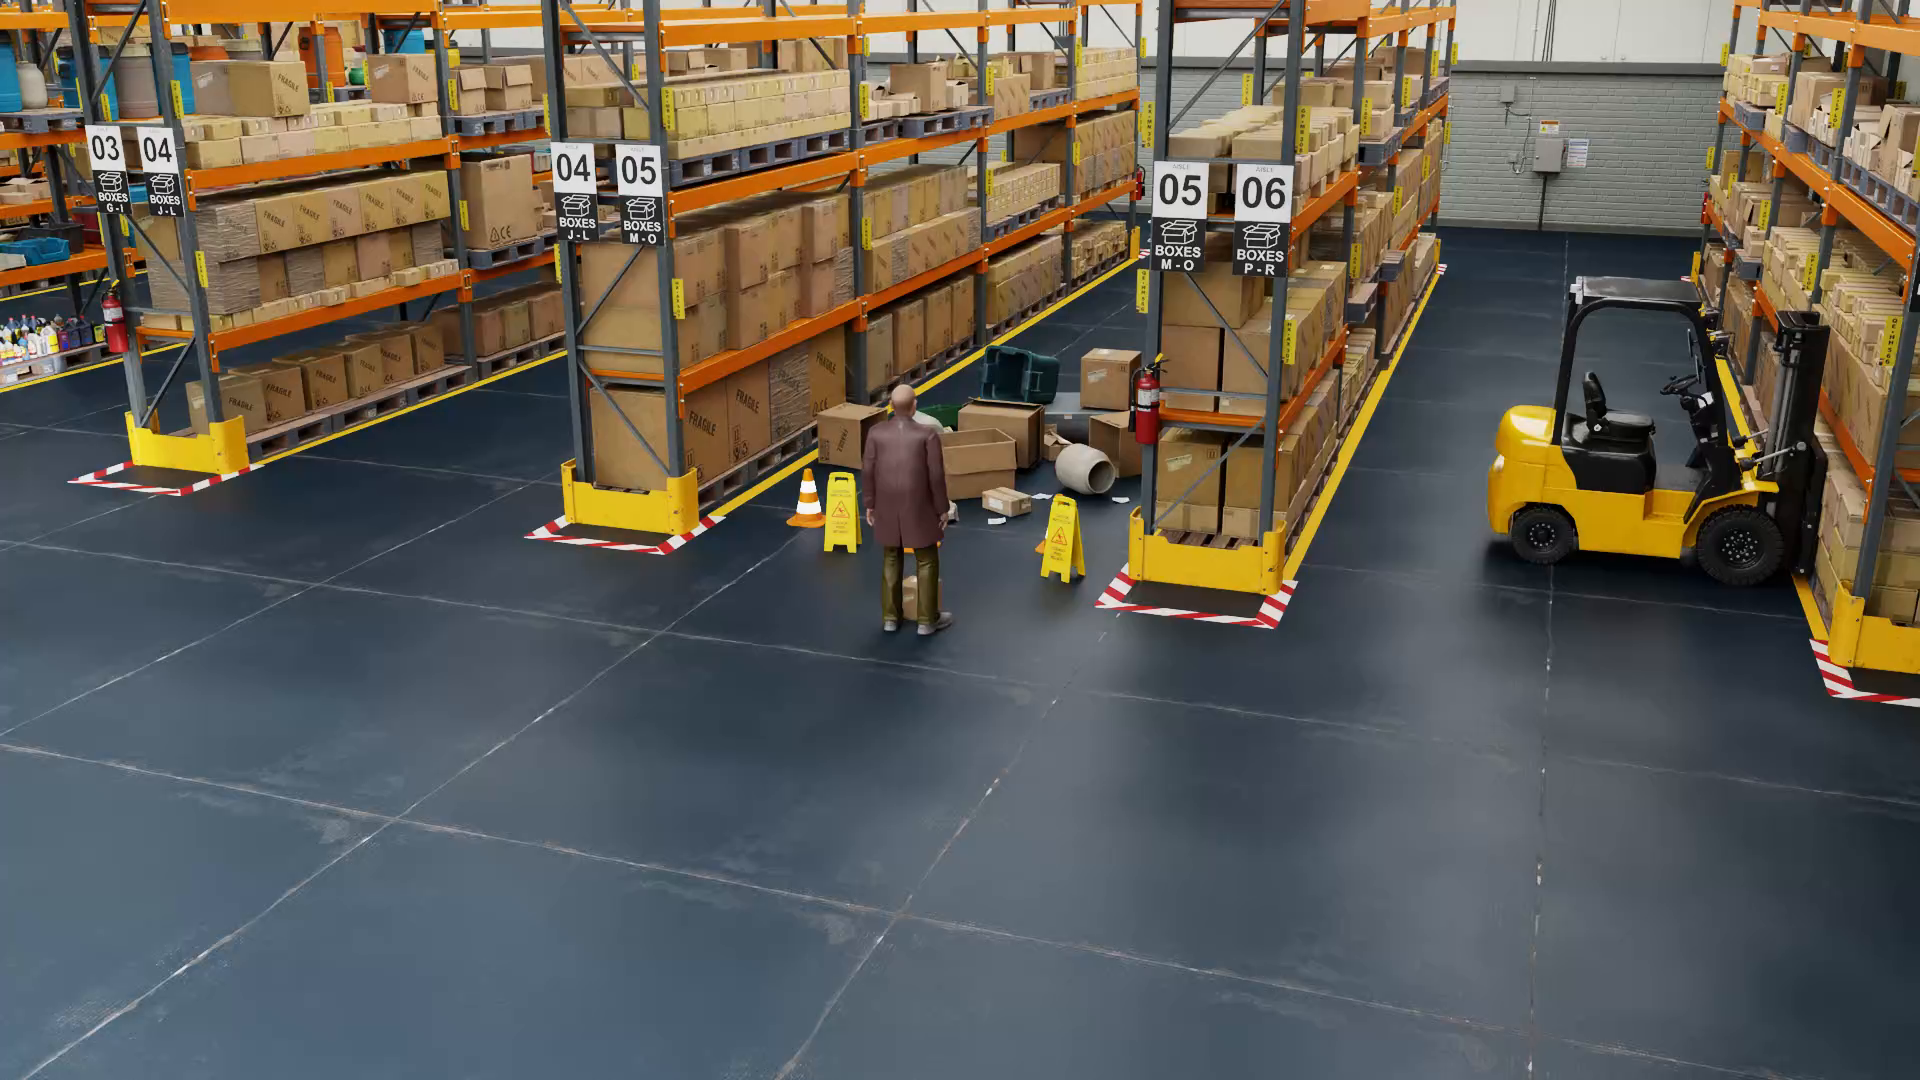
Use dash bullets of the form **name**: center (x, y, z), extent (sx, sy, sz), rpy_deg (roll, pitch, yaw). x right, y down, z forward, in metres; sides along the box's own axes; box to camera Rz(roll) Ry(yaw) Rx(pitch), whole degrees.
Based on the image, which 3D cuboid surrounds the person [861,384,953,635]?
- **person**: center (-0.380, -0.218, 11.741), extent (0.644, 1.772, 0.429), rpy_deg (5, 19, 15)
